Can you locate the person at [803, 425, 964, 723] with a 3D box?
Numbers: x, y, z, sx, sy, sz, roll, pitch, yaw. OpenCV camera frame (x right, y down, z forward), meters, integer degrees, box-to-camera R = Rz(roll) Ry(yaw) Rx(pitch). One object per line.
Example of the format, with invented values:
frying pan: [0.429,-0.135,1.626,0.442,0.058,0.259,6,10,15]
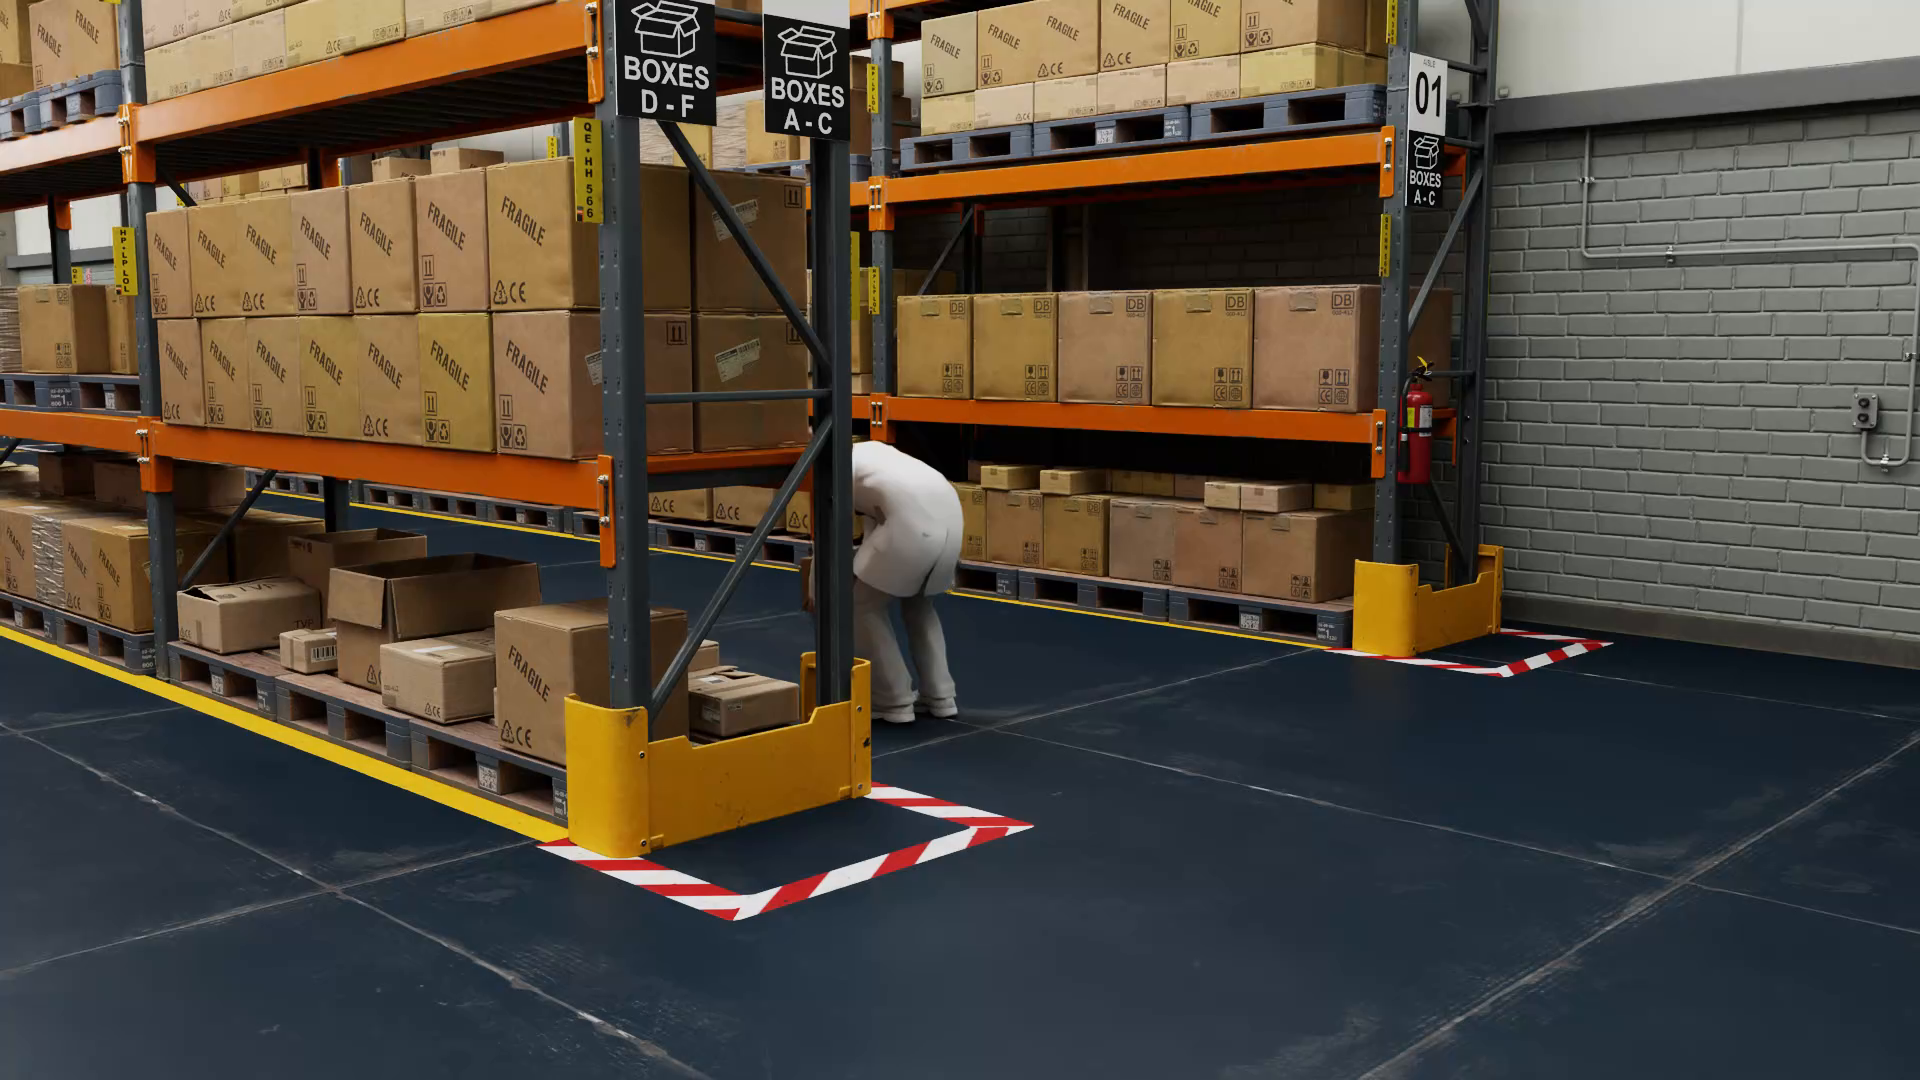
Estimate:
person: [-0.381,0.139,7.607,0.900,1.313,0.561,6,9,41]
